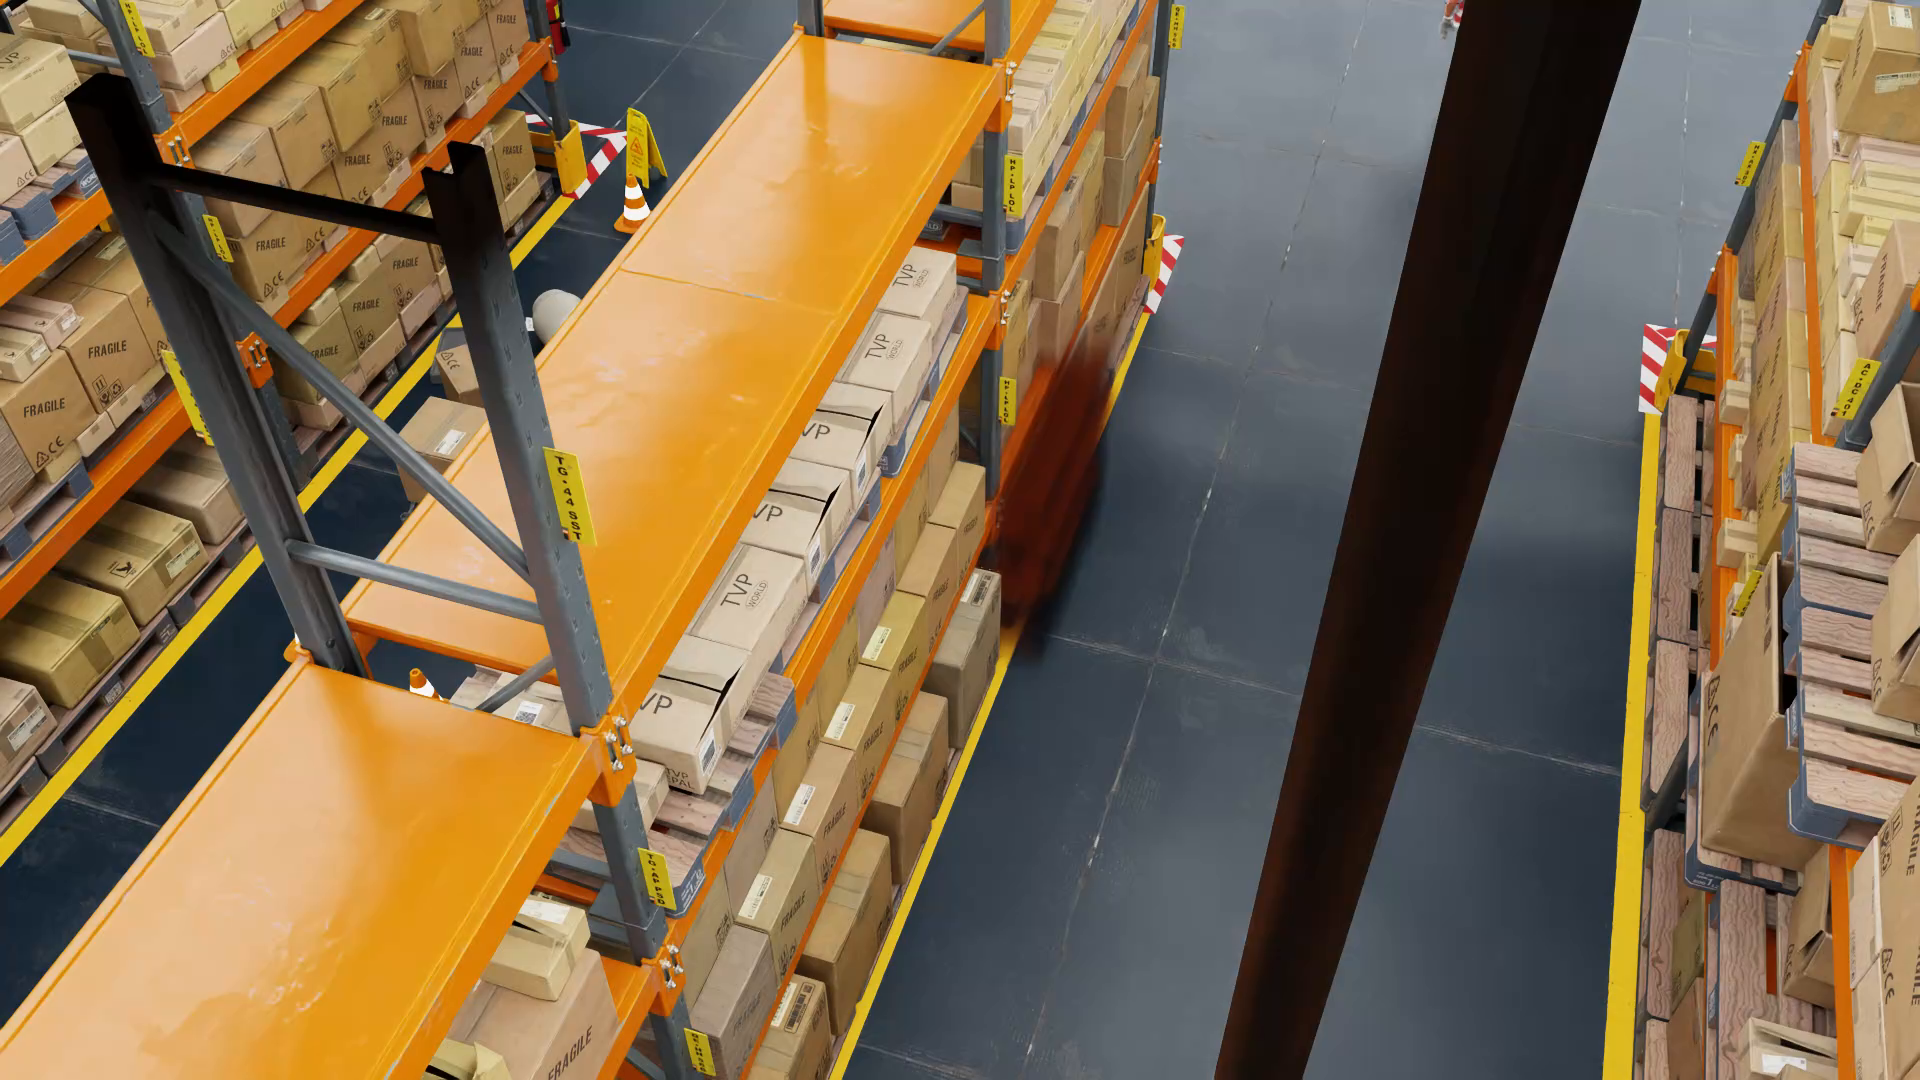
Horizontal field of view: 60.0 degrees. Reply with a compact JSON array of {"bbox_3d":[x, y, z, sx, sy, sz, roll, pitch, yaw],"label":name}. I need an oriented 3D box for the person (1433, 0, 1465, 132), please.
[{"bbox_3d":[4.449,-4.409,14.197,0.808,1.758,0.631,-23,50,-21],"label":"person"}]
